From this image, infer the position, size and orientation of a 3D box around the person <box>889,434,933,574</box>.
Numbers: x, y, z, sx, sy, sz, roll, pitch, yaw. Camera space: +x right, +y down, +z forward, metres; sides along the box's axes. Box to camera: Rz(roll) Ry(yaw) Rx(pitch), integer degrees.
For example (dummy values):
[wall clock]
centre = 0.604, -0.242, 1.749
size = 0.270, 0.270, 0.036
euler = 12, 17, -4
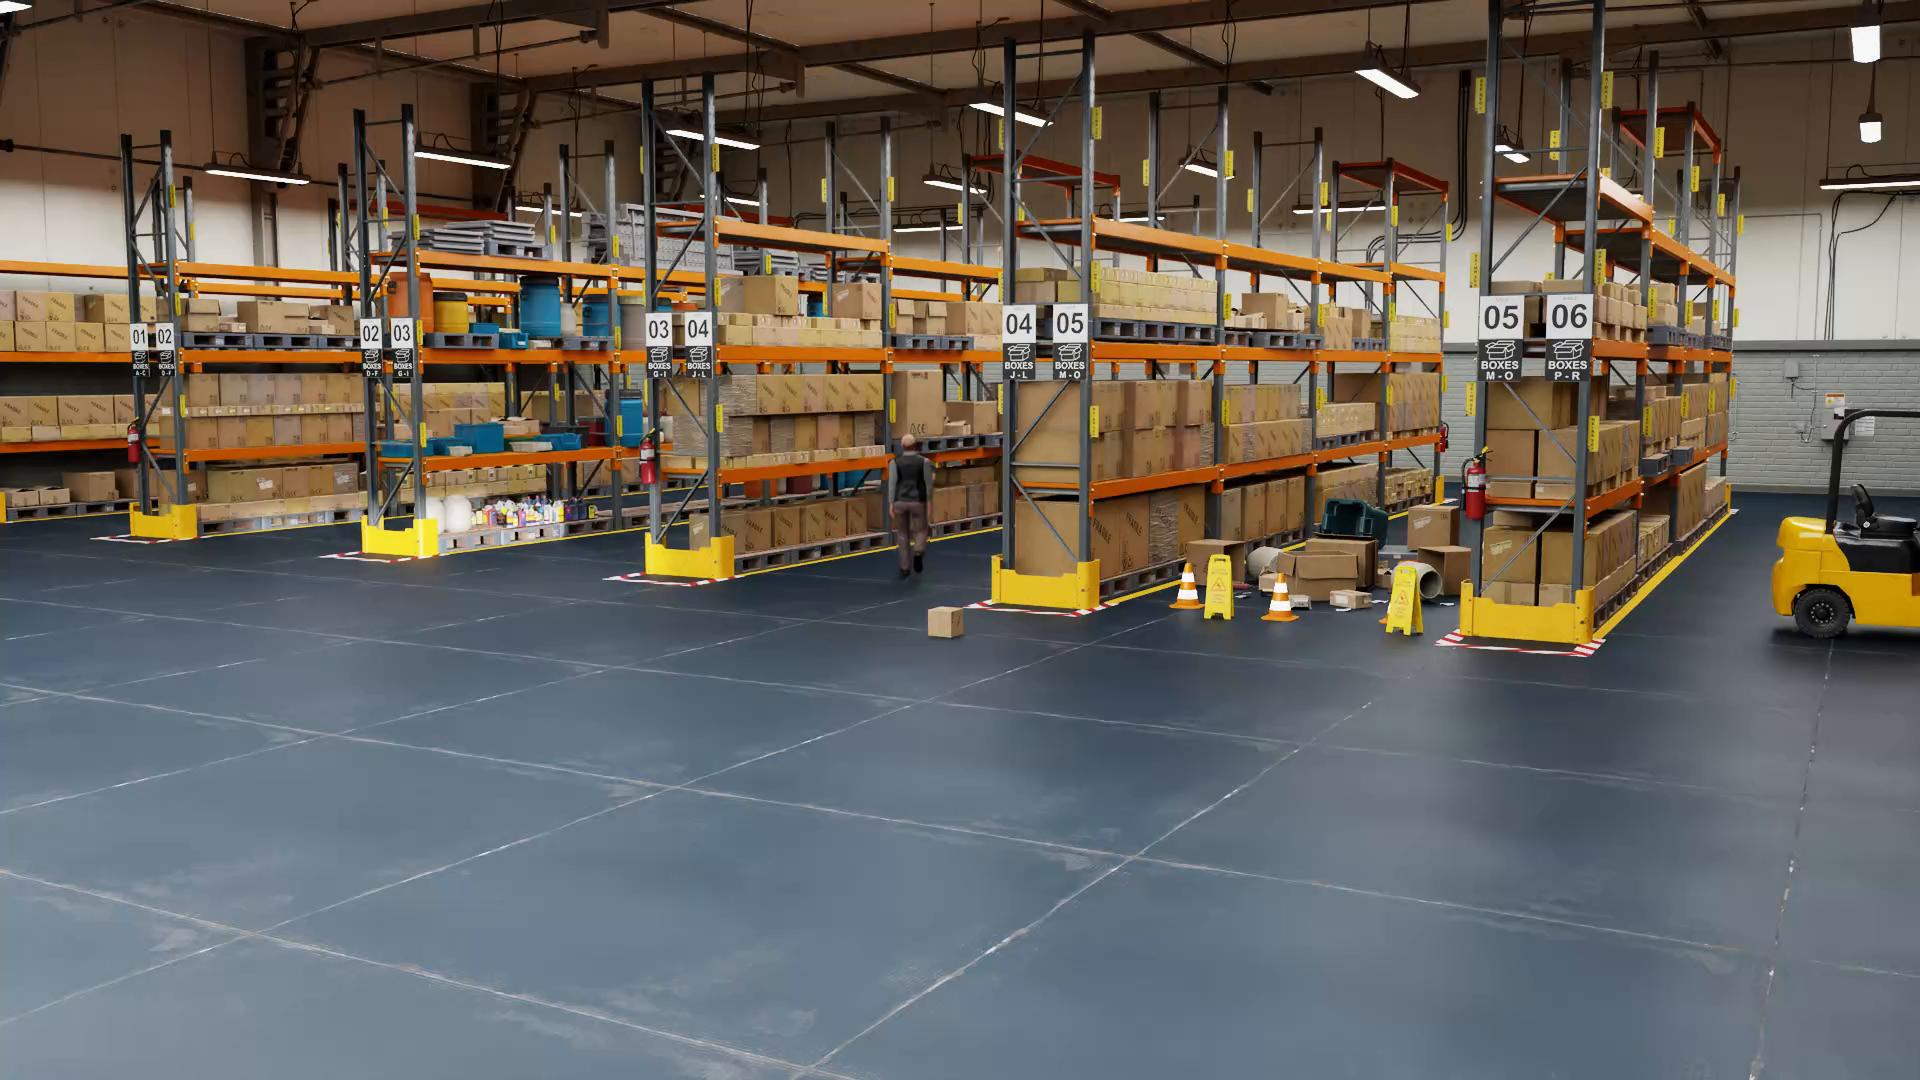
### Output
[person]
centre = -0.598, -0.429, 20.228
size = 0.540, 1.710, 0.591
euler = 0, 6, -1
